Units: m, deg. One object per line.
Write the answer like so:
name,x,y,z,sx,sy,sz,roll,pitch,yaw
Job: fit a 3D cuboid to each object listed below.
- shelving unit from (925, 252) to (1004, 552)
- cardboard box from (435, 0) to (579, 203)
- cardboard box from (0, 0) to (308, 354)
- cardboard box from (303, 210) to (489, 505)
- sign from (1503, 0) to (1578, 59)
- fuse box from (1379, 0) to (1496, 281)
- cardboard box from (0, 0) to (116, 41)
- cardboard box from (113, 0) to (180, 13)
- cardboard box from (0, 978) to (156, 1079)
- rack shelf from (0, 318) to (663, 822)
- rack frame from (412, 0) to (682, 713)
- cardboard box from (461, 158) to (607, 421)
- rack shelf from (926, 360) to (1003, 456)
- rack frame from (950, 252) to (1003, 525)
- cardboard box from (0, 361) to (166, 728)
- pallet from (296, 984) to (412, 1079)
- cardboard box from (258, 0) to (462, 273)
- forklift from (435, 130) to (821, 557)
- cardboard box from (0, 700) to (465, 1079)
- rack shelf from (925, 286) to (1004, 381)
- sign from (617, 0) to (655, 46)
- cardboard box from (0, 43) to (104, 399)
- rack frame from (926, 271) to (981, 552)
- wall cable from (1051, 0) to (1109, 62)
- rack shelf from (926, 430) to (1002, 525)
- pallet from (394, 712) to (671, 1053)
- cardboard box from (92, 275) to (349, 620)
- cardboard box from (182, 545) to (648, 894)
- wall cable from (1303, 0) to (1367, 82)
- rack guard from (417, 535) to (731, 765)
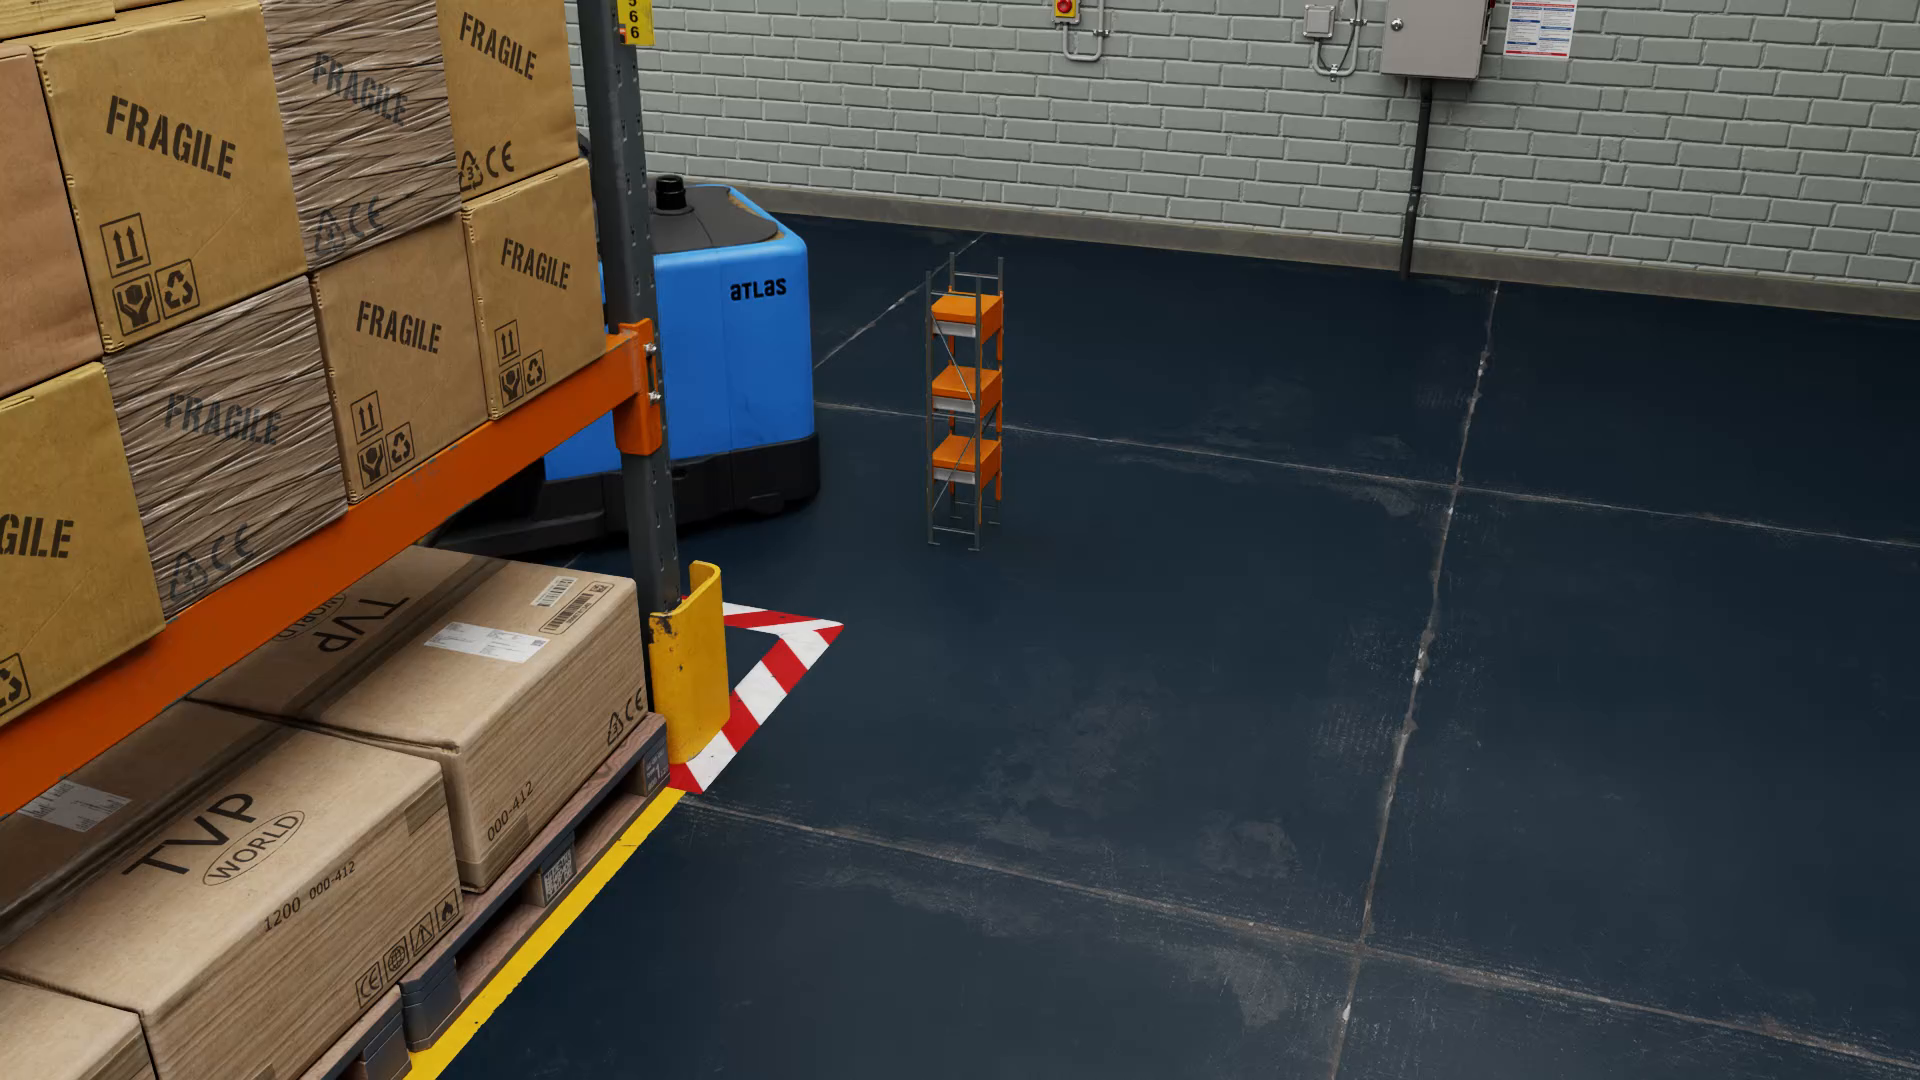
shelving unit,0.018,-0.495,6.067,0.215,1.050,0.252,9,27,17
cardboard box,-1.242,-1.089,3.795,0.500,0.500,0.500,10,27,19
cardboard box,-1.556,-0.667,2.924,0.500,0.500,0.500,9,27,17
cardboard box,-1.398,-0.431,3.583,0.500,0.500,0.500,8,27,16
sign,3.015,-2.753,8.604,0.329,0.494,0.001,9,27,17
fuse box,2.481,-2.203,8.836,0.539,1.711,0.414,9,27,17
cardboard box,-1.610,-0.905,2.670,0.380,0.149,0.250,9,27,19
cardboard box,-1.581,-1.016,2.901,0.380,0.149,0.250,8,27,17
cardboard box,-2.030,1.171,2.848,0.875,0.438,0.875,8,27,16
rack shelf,-1.972,0.319,2.975,1.077,0.370,4.000,9,27,17
rack frame,-1.306,-0.827,4.515,1.000,3.000,0.127,9,27,17
cardboard box,-1.217,-0.635,4.005,0.500,0.500,0.500,9,27,18
rack shelf,0.018,-0.485,6.071,0.215,0.259,0.240,9,27,17
rack frame,0.058,-0.545,6.170,0.200,1.050,0.008,9,27,17
cardboard box,-1.720,-0.004,2.702,0.500,0.500,0.500,10,27,19
pallet,-1.906,1.268,3.389,1.003,0.211,1.213,9,27,17
cardboard box,-1.388,-0.870,3.343,0.500,0.500,0.500,9,27,18
forklift,-2.108,-1.371,5.719,3.031,2.935,1.130,-11,28,-22
cardboard box,-1.728,0.800,3.613,0.875,0.438,0.875,9,27,19
rack shelf,0.018,-0.740,5.948,0.215,0.259,0.240,9,27,17
sign,-0.799,-1.370,4.037,0.100,0.325,0.005,9,27,17
cardboard box,-1.725,-0.461,2.498,0.500,0.500,0.500,9,27,17
rack frame,-0.023,-0.444,5.963,0.200,1.050,0.008,9,27,17
wall cable,0.548,-3.619,9.080,0.585,1.953,0.123,9,27,17
rack shelf,0.018,-0.235,6.192,0.215,0.259,0.240,9,27,17
pallet,-1.498,0.768,4.421,1.003,0.211,1.213,9,27,17
cardboard box,-1.560,-0.218,3.144,0.500,0.500,0.500,10,27,19
cardboard box,-1.431,0.423,4.392,0.875,0.438,0.875,8,27,16
wall cable,1.890,-3.404,8.672,0.588,1.984,0.122,9,27,17
rack guard,-1.298,0.288,5.081,1.175,0.500,0.348,9,27,17
